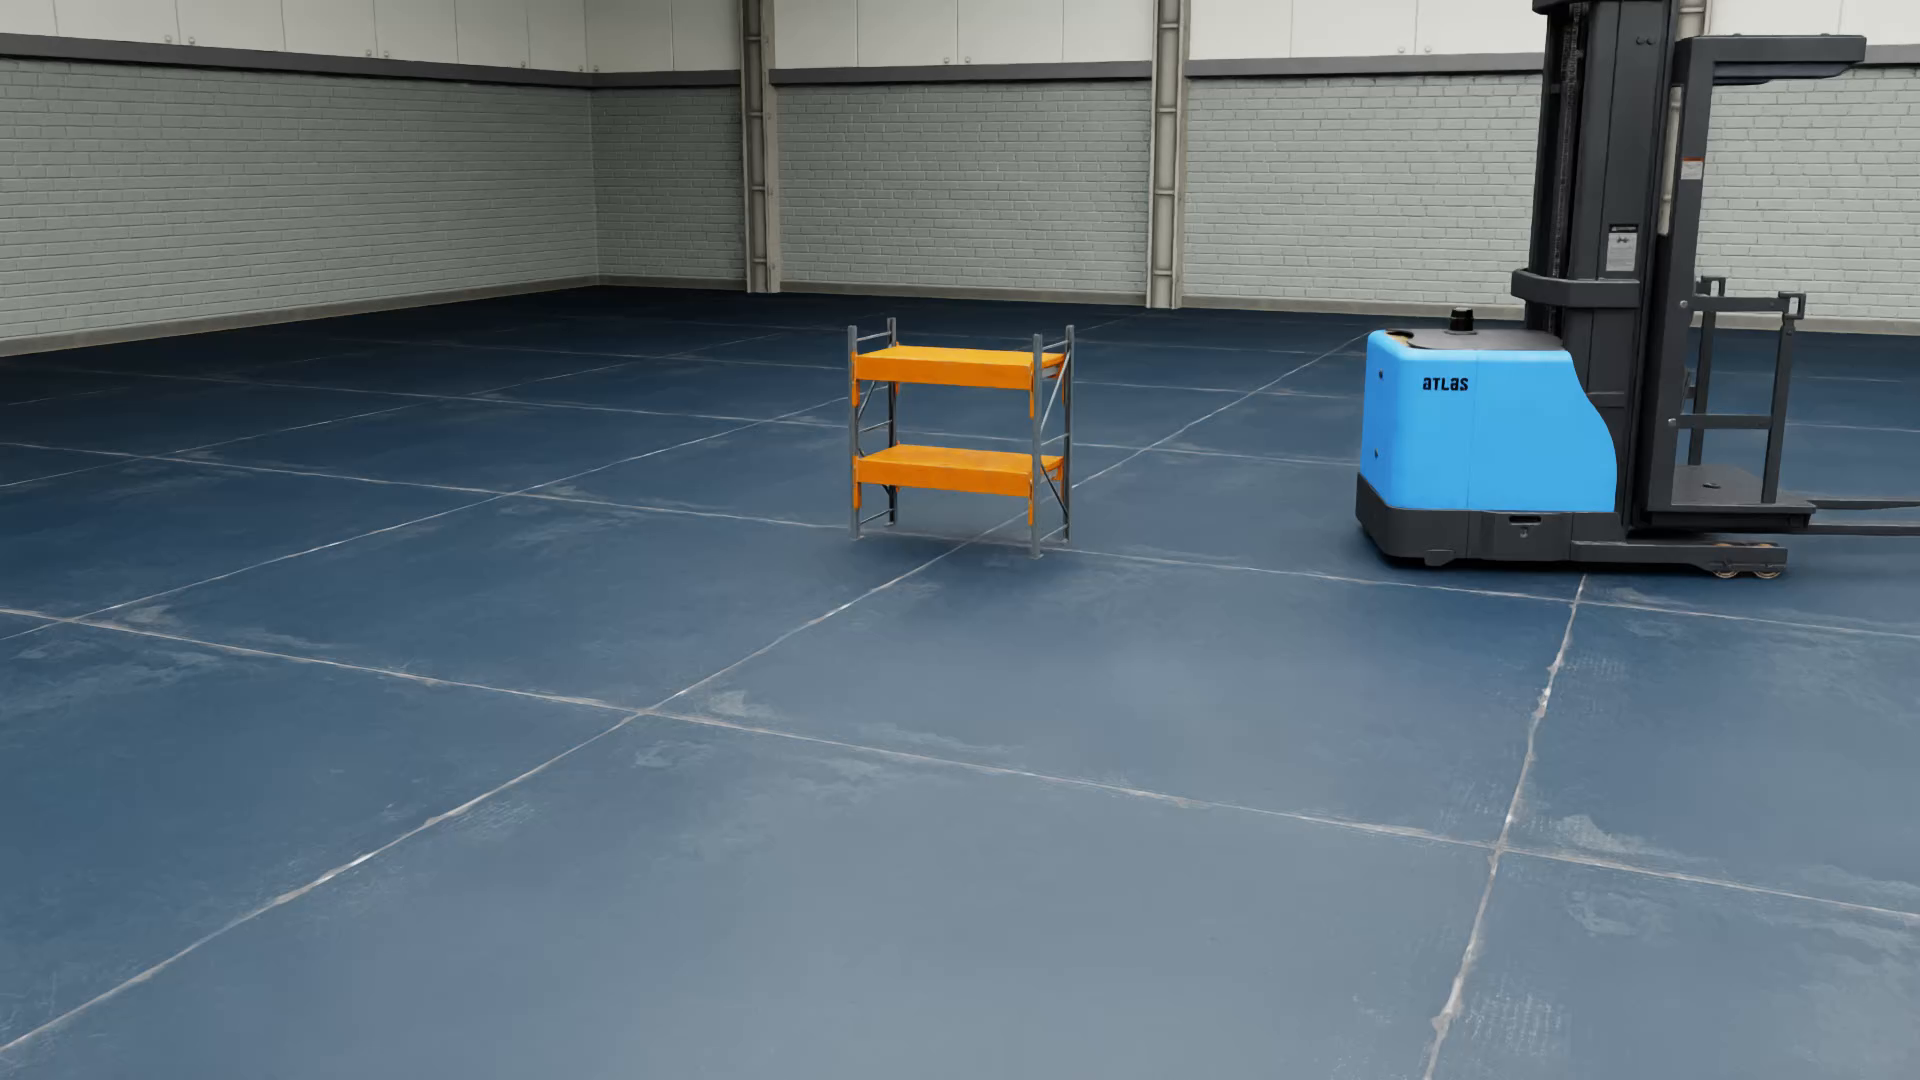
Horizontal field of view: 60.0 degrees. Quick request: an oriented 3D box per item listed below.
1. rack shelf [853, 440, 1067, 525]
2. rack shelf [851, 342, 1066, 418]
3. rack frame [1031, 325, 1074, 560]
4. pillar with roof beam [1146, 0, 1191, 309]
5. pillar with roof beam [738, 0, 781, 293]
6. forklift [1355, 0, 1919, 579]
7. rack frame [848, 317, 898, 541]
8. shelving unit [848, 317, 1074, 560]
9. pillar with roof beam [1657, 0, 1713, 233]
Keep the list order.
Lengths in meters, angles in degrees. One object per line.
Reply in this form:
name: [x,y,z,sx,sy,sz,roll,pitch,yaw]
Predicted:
rack shelf: [0.006,-0.309,8.680,1.000,0.278,0.538,6,14,23]
rack shelf: [0.006,-0.832,8.557,1.000,0.278,0.538,6,14,23]
rack frame: [0.471,-0.500,8.423,0.032,1.125,0.500,6,14,23]
pillar with roof beam: [0.911,-6.510,16.798,0.400,9.000,9.100,6,14,23]
pillar with roof beam: [-4.575,-7.065,19.164,0.400,9.000,9.100,6,14,23]
forklift: [3.621,-1.368,8.167,3.031,2.935,1.130,1,13,4]
rack frame: [-0.459,-0.594,8.824,0.032,1.125,0.500,6,14,23]
shelving unit: [0.006,-0.547,8.624,1.048,1.125,0.538,6,14,23]
pillar with roof beam: [6.397,-5.954,14.432,0.400,9.000,9.100,6,14,23]
